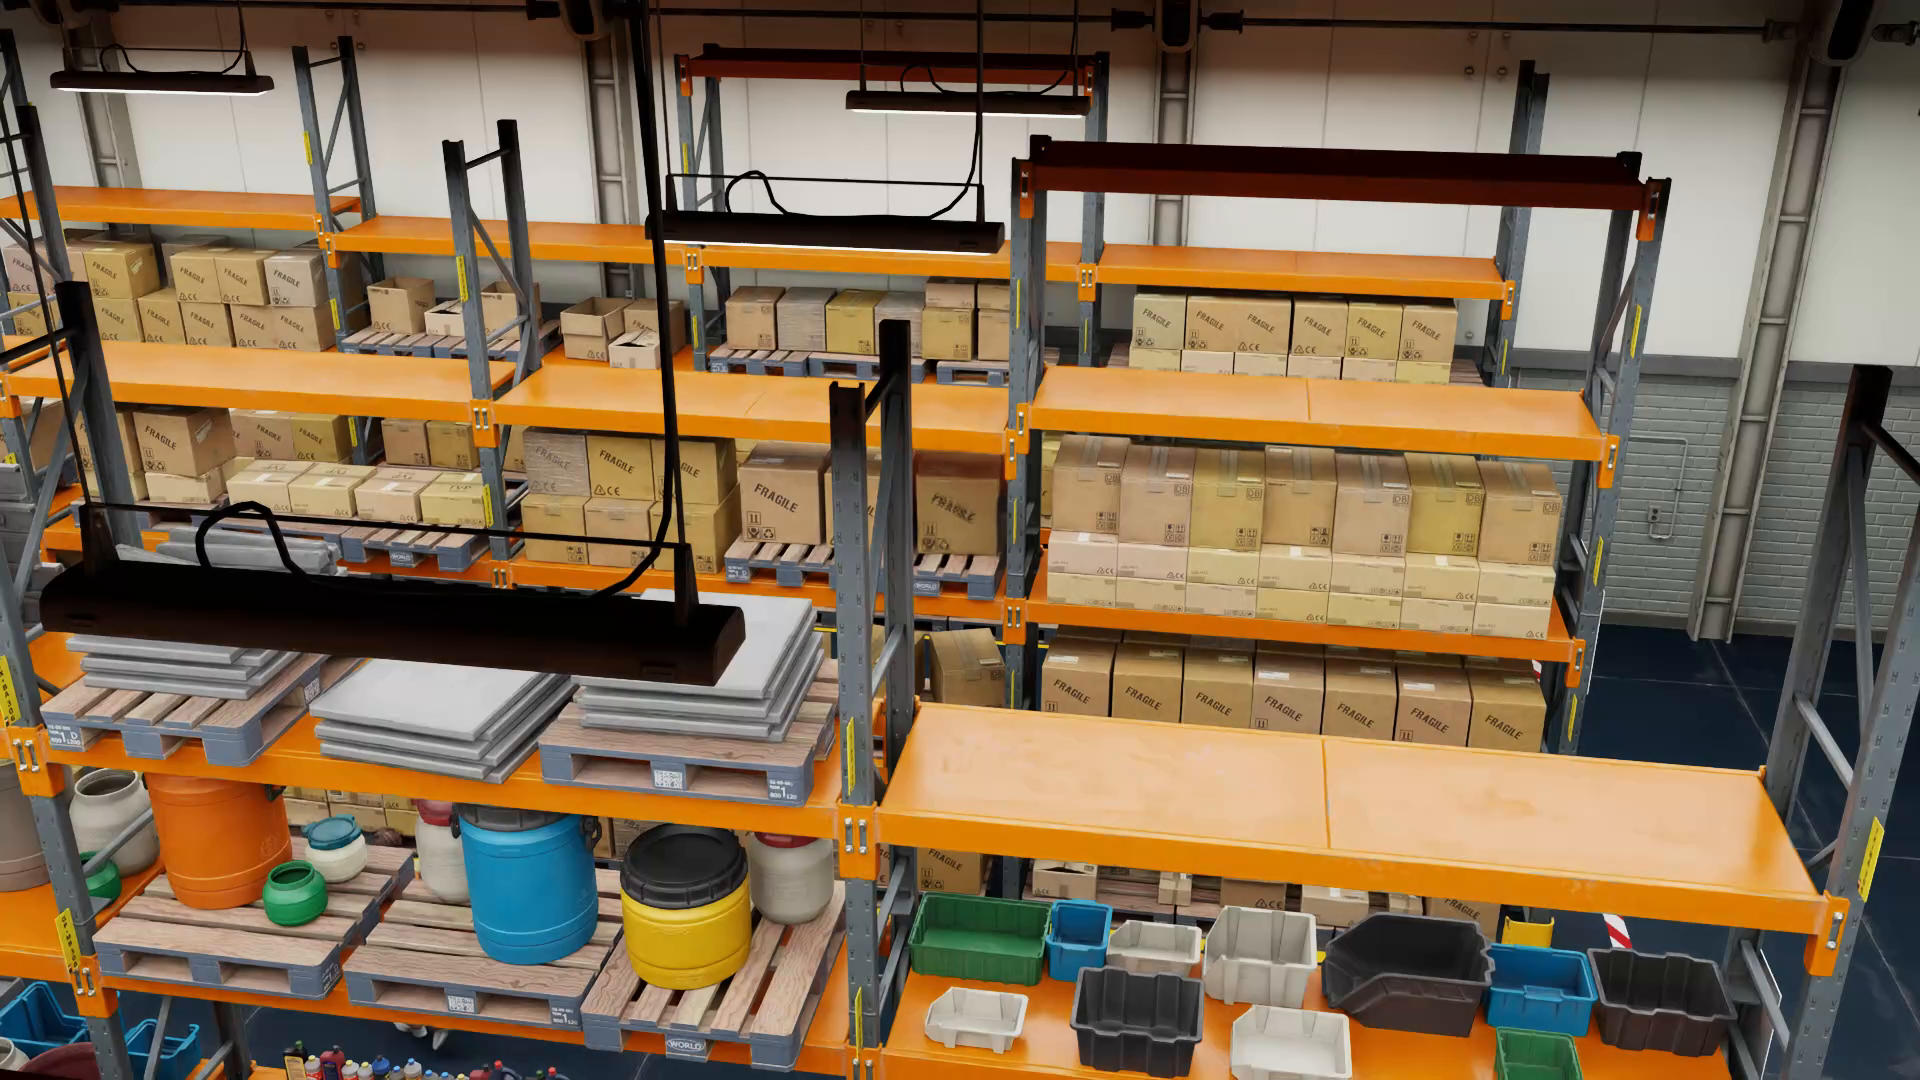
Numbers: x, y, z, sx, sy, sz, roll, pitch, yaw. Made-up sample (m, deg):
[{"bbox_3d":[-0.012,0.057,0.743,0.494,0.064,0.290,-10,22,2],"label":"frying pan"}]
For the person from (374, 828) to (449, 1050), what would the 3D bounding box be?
[{"bbox_3d":[-3.801,2.811,11.662,0.647,1.643,0.508,12,26,27],"label":"person"}]
